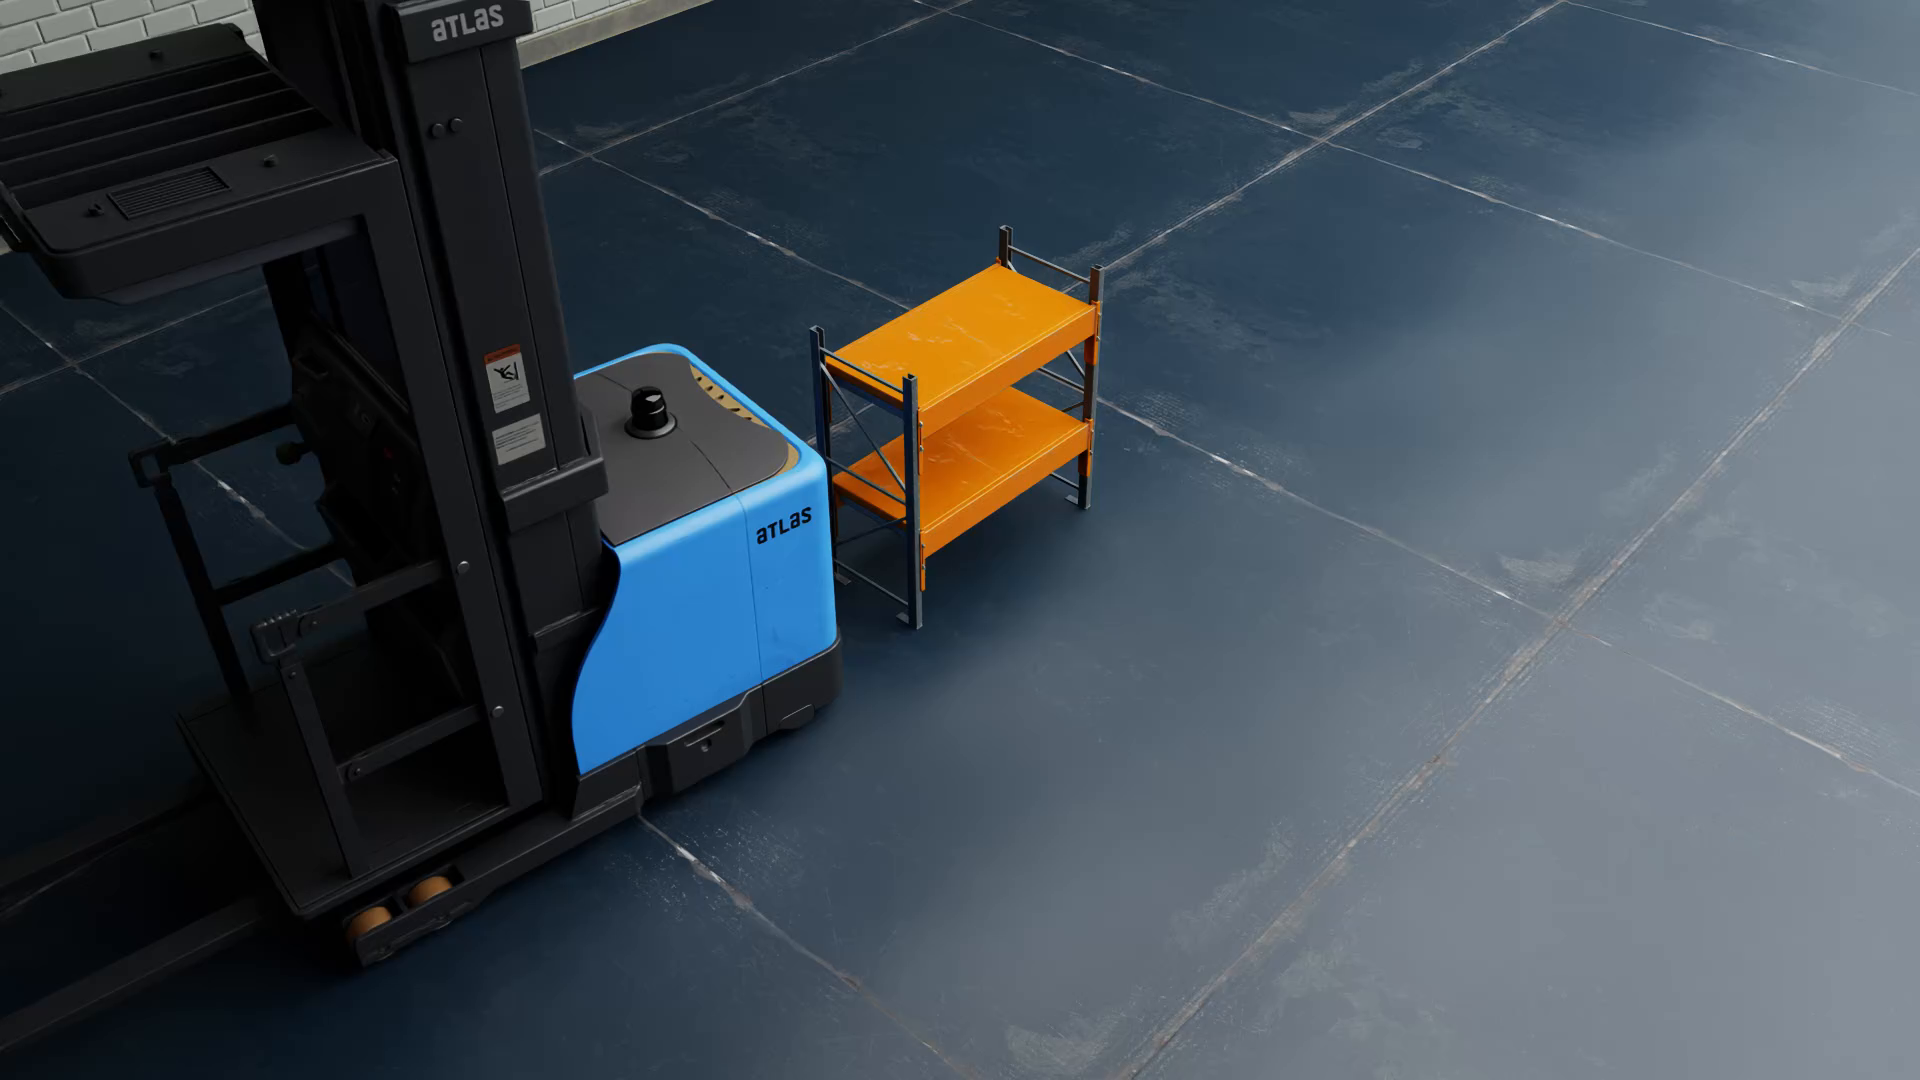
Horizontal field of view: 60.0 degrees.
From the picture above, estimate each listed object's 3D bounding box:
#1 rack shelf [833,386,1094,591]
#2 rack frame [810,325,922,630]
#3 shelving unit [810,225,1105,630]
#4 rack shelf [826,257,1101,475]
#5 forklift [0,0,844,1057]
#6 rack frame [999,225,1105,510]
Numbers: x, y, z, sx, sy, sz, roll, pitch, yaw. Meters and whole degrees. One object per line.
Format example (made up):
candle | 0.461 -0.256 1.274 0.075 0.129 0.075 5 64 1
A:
rack shelf | 0.005 -0.252 6.556 0.538 0.278 1.000 30 47 32
rack frame | -0.338 -0.210 6.110 0.500 1.125 0.032 30 47 32
shelving unit | 0.005 -0.443 6.404 0.538 1.125 1.048 30 47 32
rack shelf | 0.005 -0.672 6.222 0.538 0.278 1.000 30 47 32
forklift | -1.885 -0.225 4.678 3.031 2.935 1.130 -26 46 -29
rack frame | 0.348 -0.677 6.698 0.500 1.125 0.032 30 47 32
